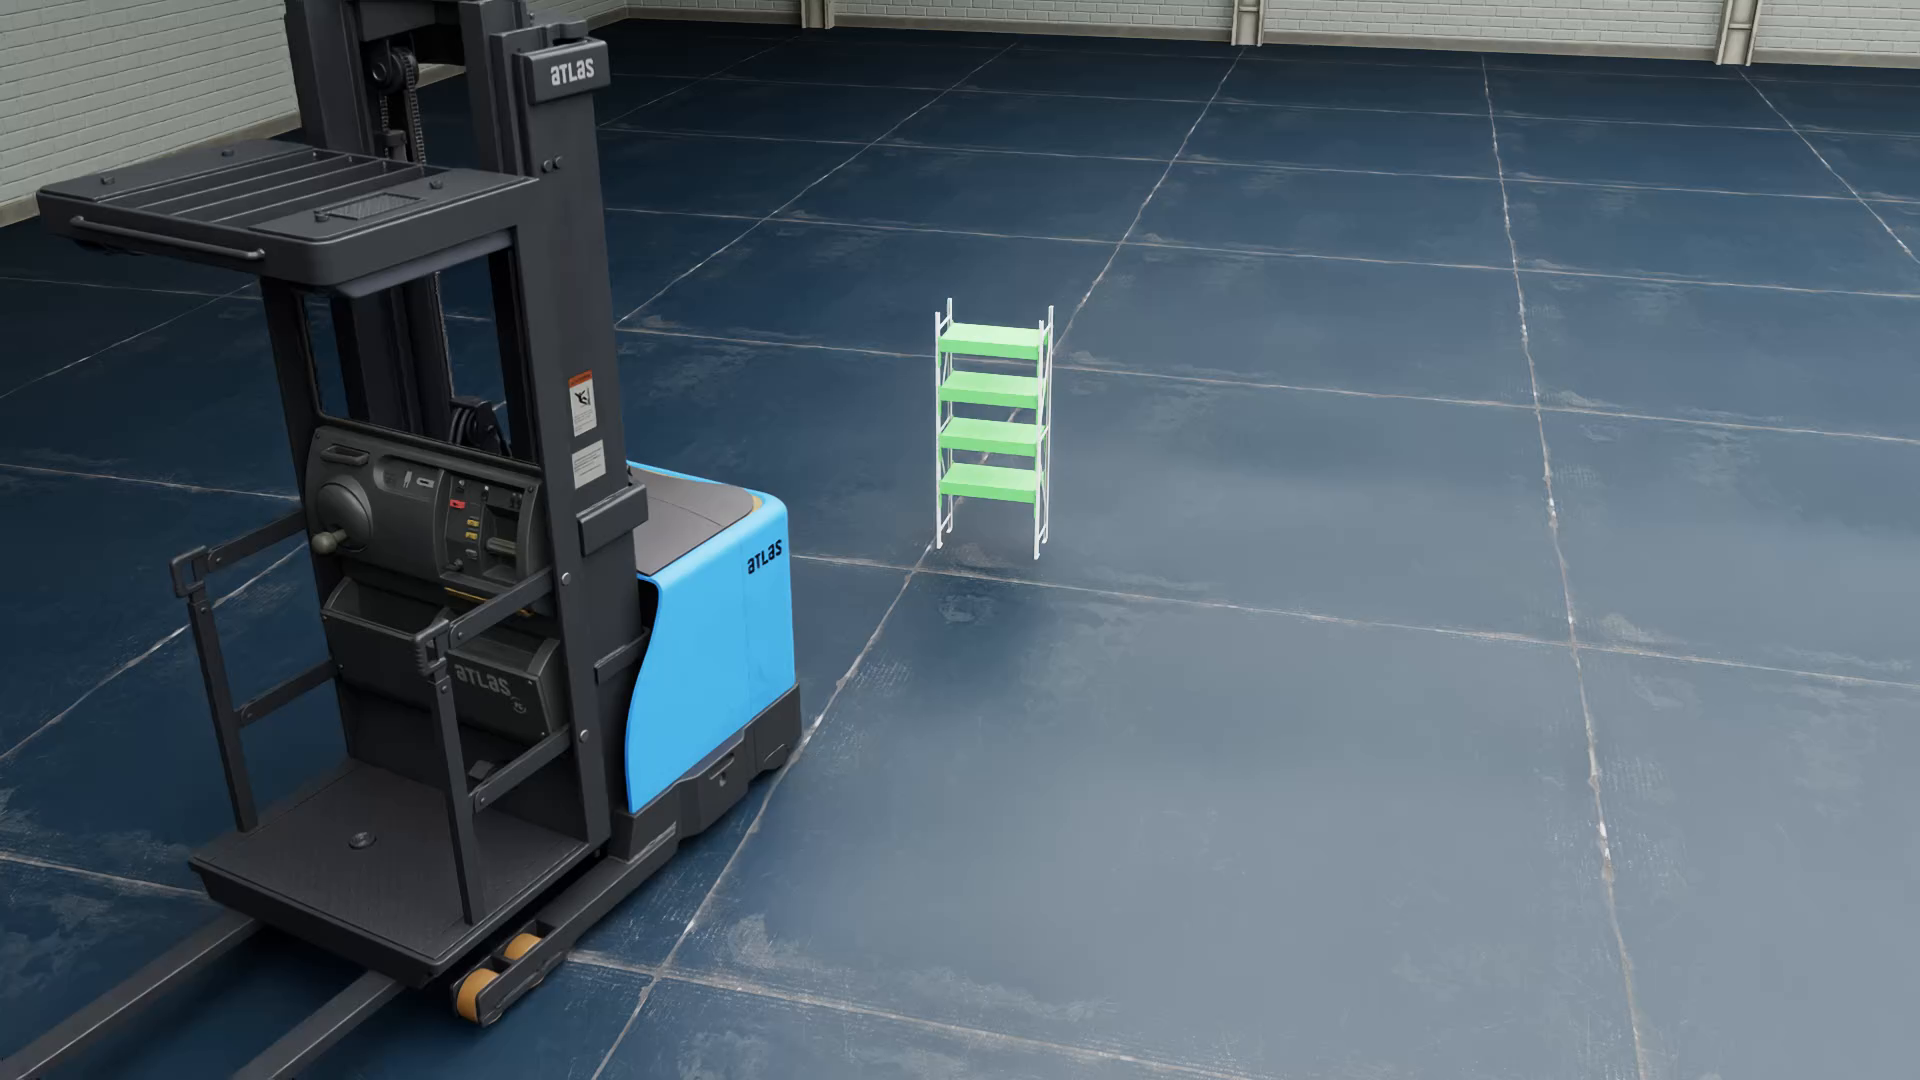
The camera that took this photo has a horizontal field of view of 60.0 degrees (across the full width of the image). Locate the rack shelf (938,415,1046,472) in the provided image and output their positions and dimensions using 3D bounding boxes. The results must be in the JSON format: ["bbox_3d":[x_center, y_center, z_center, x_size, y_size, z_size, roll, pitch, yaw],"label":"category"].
[{"bbox_3d":[0.160,-0.466,7.982,0.480,0.148,0.258,6,26,13],"label":"rack shelf"}]

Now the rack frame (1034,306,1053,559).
[{"bbox_3d":[0.397,-0.498,7.900,0.015,1.200,0.240,6,26,13],"label":"rack frame"}]

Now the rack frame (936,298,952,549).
[{"bbox_3d":[-0.076,-0.550,8.010,0.015,1.200,0.240,6,26,13],"label":"rack frame"}]

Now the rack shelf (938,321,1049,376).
[{"bbox_3d":[0.160,-0.900,7.776,0.480,0.148,0.258,6,26,13],"label":"rack shelf"}]

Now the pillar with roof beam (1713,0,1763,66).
[{"bbox_3d":[8.553,-8.223,15.053,0.400,9.000,9.100,6,26,13],"label":"pillar with roof beam"}]

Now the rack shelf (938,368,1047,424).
[{"bbox_3d":[0.160,-0.683,7.879,0.480,0.148,0.258,6,26,13],"label":"rack shelf"}]

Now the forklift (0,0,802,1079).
[{"bbox_3d":[-1.766,-0.055,4.956,1.130,2.935,3.031,13,28,26],"label":"forklift"}]

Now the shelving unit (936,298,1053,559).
[{"bbox_3d":[0.160,-0.524,7.955,0.503,1.200,0.258,6,26,13],"label":"shelving unit"}]

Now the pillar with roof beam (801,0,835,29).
[{"bbox_3d":[-3.069,-9.508,17.751,0.400,9.000,9.100,6,26,13],"label":"pillar with roof beam"}]

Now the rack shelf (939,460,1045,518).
[{"bbox_3d":[0.160,-0.250,8.085,0.480,0.148,0.258,6,26,13],"label":"rack shelf"}]

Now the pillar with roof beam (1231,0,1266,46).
[{"bbox_3d":[2.742,-8.865,16.402,0.400,9.000,9.100,6,26,13],"label":"pillar with roof beam"}]
